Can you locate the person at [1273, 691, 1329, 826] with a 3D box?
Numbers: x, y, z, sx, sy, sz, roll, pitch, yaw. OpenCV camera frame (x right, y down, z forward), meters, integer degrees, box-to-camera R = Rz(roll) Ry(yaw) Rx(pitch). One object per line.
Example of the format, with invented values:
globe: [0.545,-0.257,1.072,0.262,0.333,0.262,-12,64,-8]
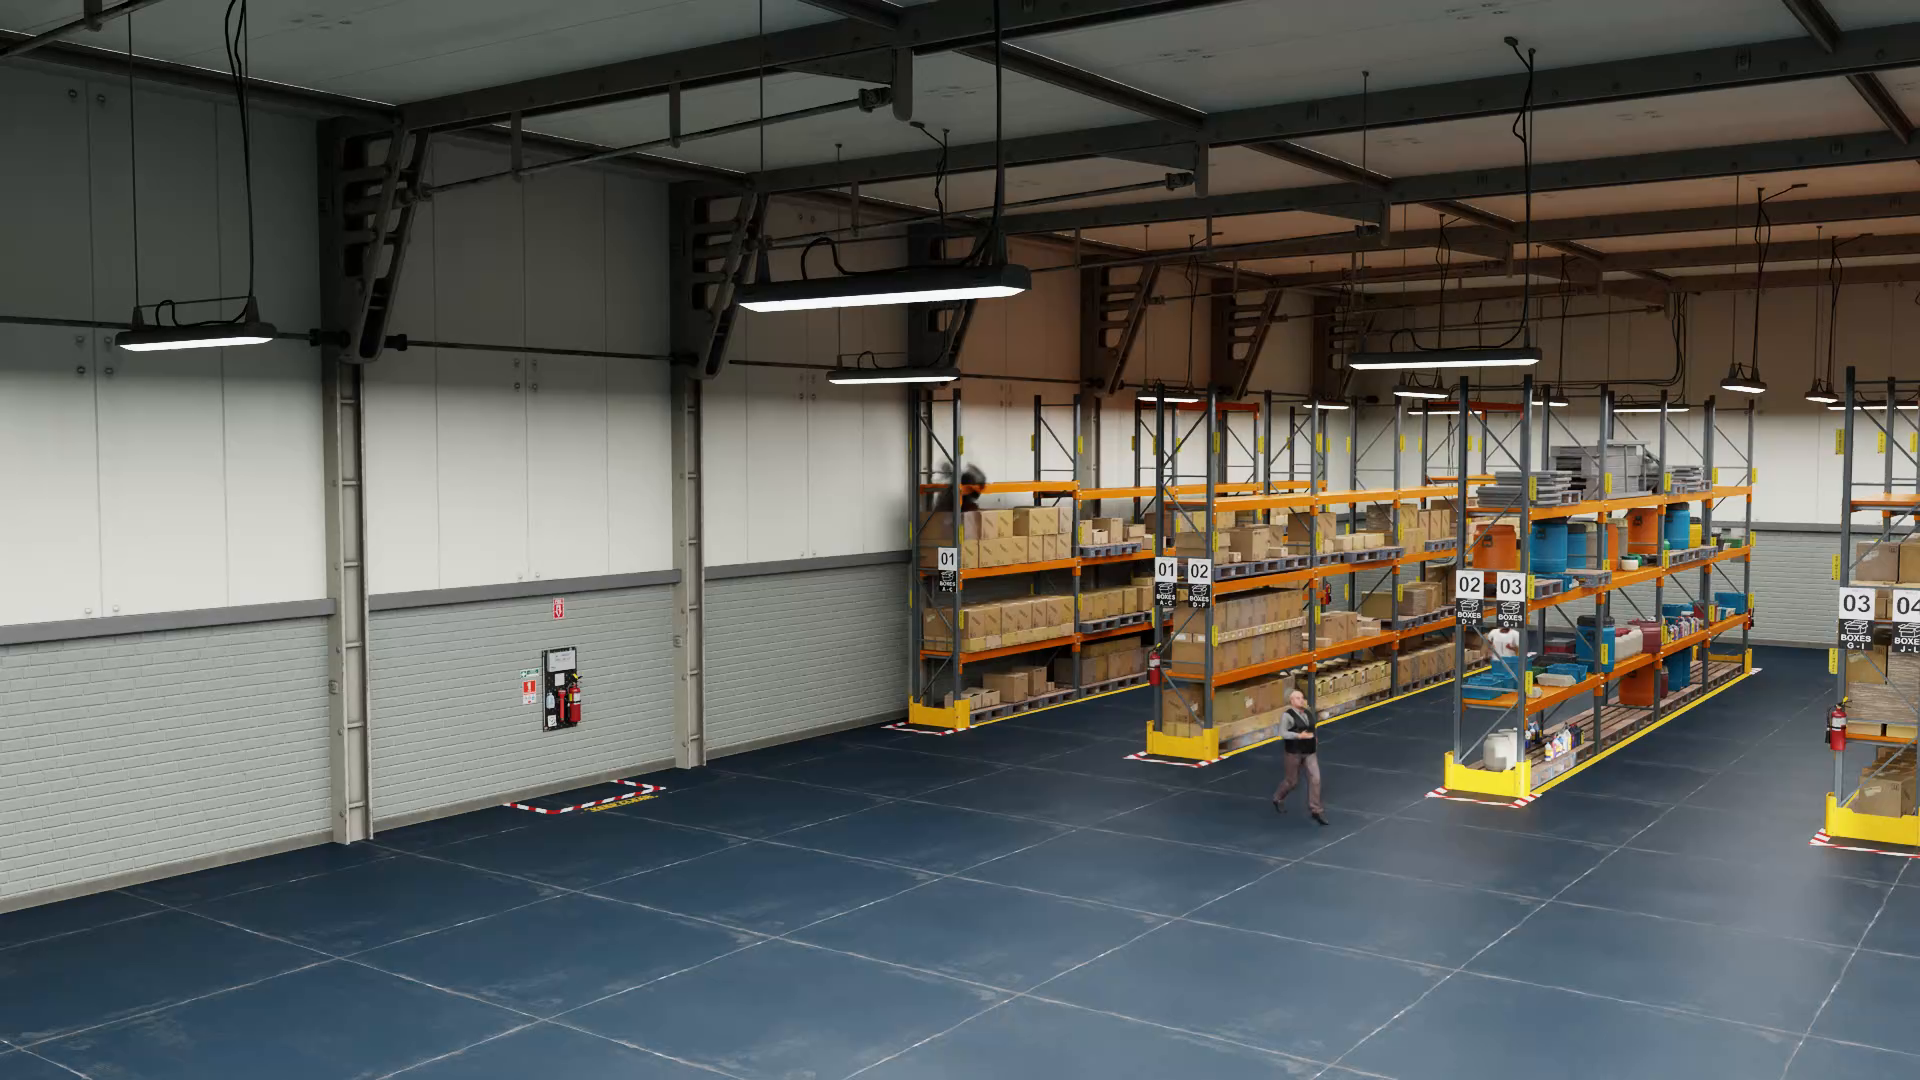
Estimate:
person: [4.549,2.872,22.165,0.663,1.722,0.962,-1,4,-23]

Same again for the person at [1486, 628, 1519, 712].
person: [10.310,2.323,31.525,0.672,1.831,0.777,1,4,22]
